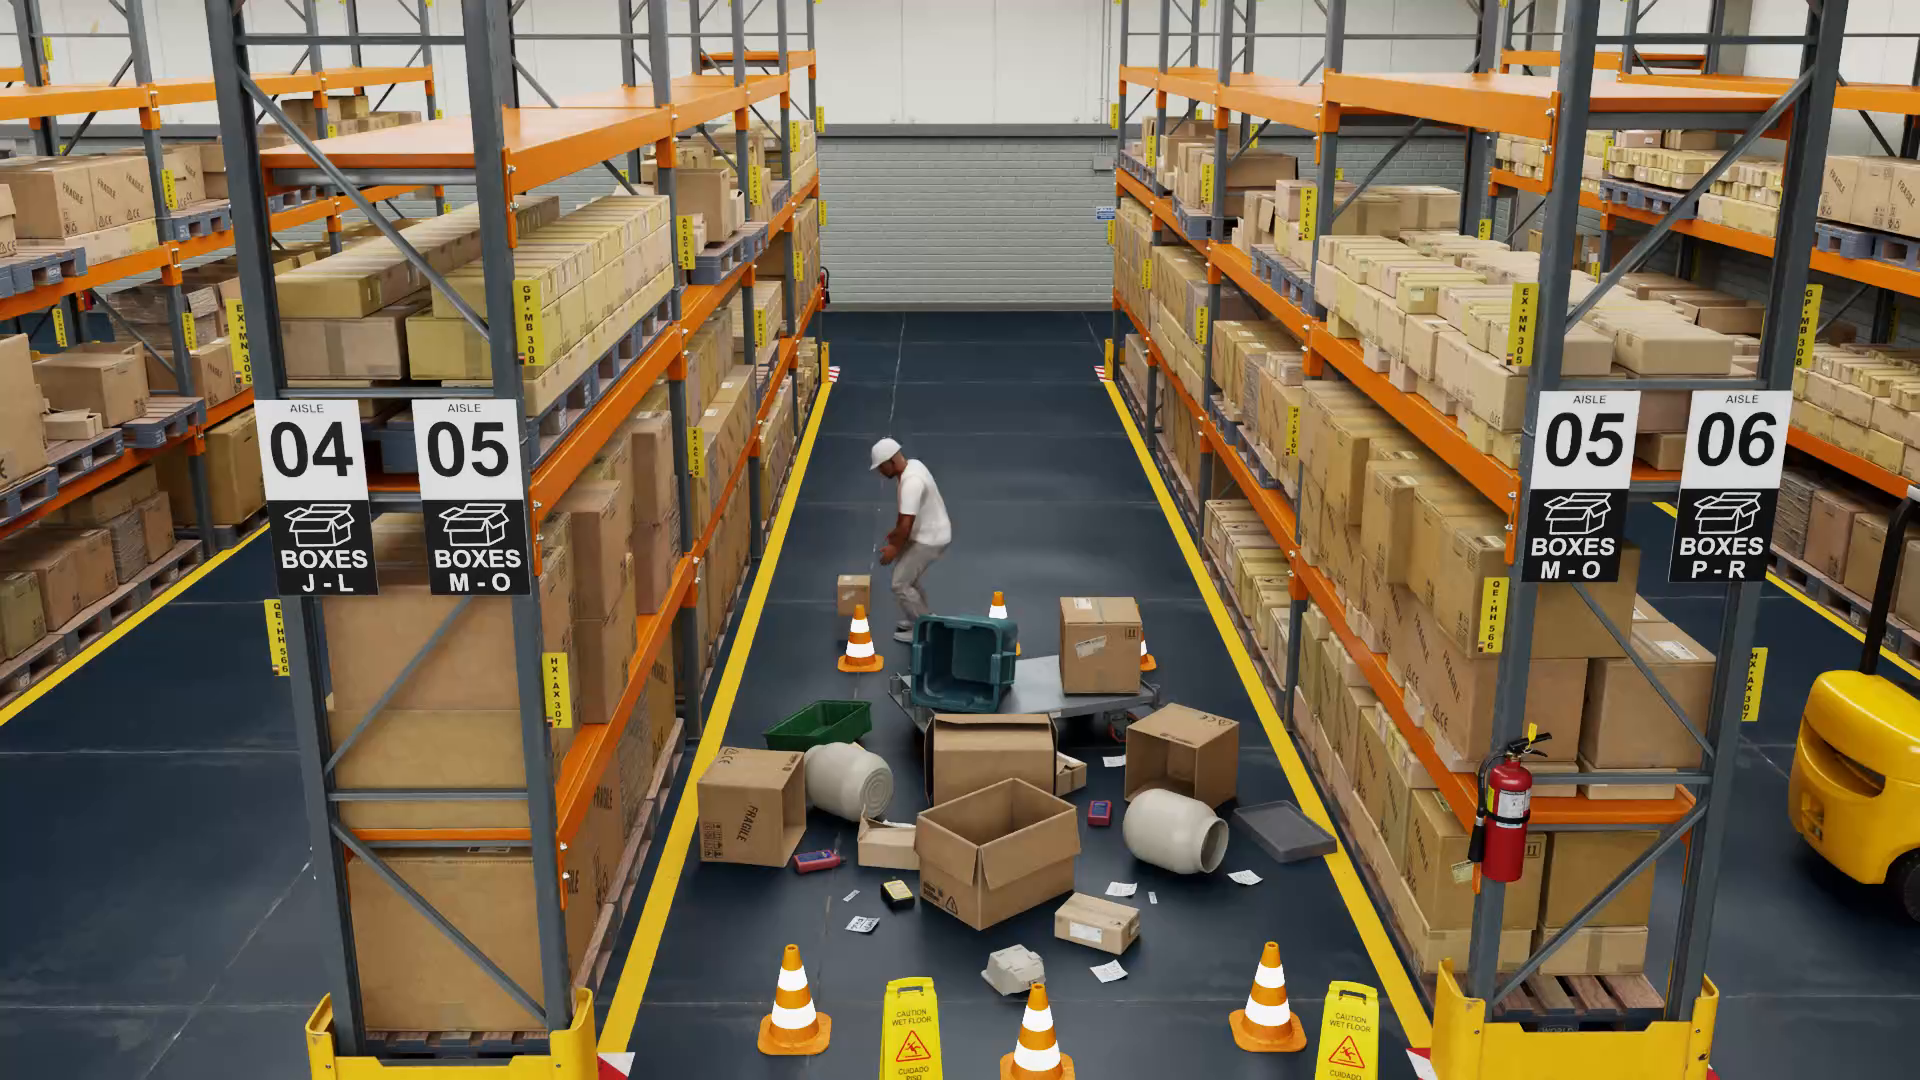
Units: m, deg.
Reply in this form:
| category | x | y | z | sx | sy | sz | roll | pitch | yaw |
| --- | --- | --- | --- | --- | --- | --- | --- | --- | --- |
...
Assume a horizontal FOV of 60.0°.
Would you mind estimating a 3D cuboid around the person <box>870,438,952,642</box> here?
| category | x | y | z | sx | sy | sz | roll | pitch | yaw |
| --- | --- | --- | --- | --- | --- | --- | --- | --- | --- |
| person | -0.375 | -0.006 | 12.834 | 0.622 | 1.586 | 0.620 | 0 | 17 | 0 |
